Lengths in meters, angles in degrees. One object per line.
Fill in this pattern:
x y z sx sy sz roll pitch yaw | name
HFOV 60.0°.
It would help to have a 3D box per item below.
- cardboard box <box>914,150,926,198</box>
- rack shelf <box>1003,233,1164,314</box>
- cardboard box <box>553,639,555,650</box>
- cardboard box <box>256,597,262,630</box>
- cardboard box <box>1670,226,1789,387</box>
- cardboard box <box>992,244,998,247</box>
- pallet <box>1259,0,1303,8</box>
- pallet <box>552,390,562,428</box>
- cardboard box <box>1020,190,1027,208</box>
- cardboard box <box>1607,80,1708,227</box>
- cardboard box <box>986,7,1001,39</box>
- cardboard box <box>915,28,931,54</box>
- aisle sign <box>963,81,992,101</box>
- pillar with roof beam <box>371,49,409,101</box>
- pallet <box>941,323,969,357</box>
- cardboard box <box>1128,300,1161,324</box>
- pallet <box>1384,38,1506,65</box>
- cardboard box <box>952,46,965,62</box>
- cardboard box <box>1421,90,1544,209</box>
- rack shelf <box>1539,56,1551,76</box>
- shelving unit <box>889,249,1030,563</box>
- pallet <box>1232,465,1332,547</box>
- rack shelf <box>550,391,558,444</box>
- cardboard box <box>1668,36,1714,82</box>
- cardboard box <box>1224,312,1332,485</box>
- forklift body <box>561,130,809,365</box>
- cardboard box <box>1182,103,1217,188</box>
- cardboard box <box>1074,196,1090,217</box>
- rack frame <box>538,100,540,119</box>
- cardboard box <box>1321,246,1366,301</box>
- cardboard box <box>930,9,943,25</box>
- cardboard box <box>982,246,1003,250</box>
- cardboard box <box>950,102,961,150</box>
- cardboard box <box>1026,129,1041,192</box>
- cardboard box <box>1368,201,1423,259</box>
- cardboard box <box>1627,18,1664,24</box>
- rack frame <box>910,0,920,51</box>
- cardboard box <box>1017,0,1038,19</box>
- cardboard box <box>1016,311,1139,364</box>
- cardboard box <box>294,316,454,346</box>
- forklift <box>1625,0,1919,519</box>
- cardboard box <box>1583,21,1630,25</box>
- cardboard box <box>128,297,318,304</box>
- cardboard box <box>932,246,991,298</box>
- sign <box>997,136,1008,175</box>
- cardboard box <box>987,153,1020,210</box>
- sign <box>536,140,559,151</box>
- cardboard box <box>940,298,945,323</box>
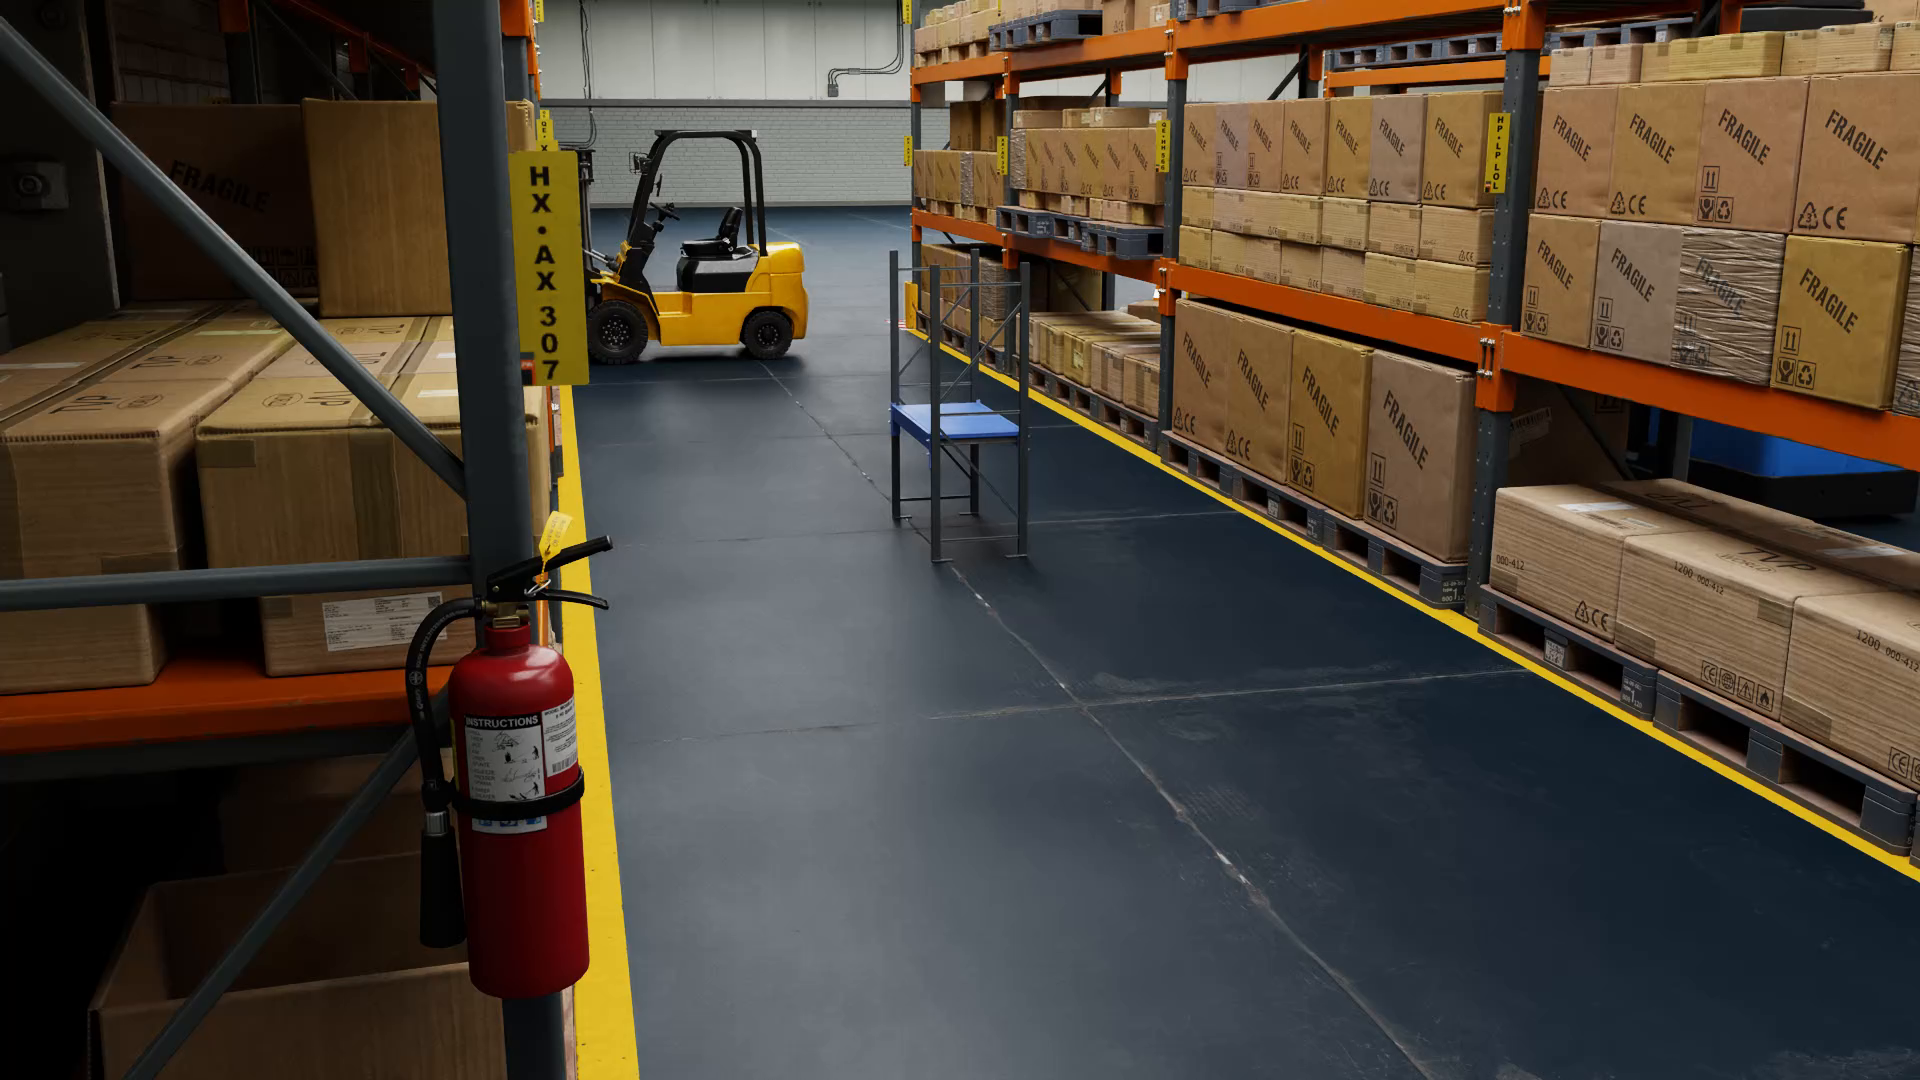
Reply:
-0.199 -3.964 17.996 0.500 0.500 0.500 -4 14 -14 | cardboard box
1.369 -2.162 12.973 1.077 0.370 4.000 -3 14 -13 | rack shelf
-1.546 0.469 5.565 0.396 0.266 0.258 -3 14 -11 | cardboard box
-1.022 0.047 2.942 0.380 0.149 0.250 -3 14 -12 | cardboard box
2.858 -0.822 5.760 0.500 0.500 0.500 -3 14 -13 | cardboard box
0.553 -3.192 17.636 0.380 0.149 0.250 -3 14 -12 | cardboard box
2.307 -3.012 9.015 1.003 0.211 1.213 -3 14 -11 | pallet
-3.424 -0.891 12.130 1.003 0.211 1.213 -3 14 -13 | pallet
0.722 -2.910 14.162 0.380 0.149 0.250 -3 14 -12 | cardboard box
2.767 -1.422 6.109 0.500 0.500 0.500 -3 14 -14 | cardboard box
0.533 -4.589 14.760 0.500 0.250 0.500 -3 14 -14 | cardboard box
-0.181 -5.294 17.644 0.500 0.250 0.500 -4 14 -14 | cardboard box
0.227 -5.189 18.370 0.394 0.787 0.004 -3 14 -13 | aisle sign
-1.392 -6.562 16.825 9.100 9.000 0.400 -3 14 -13 | pillar with roof beam
0.417 -2.054 16.888 1.003 0.211 1.213 -3 14 -13 | pallet
1.970 -2.083 16.395 0.500 0.500 0.500 7 15 26 | cardboard box
5.222 -5.157 17.580 1.003 0.211 1.213 -3 14 -13 | pallet
0.131 -4.780 16.381 0.380 0.149 0.250 -4 14 -15 | cardboard box
2.429 -1.751 7.456 0.500 0.500 0.500 -3 14 -11 | cardboard box
6.157 -3.919 13.842 1.077 0.370 4.000 -3 14 -13 | rack shelf
-0.020 -0.748 8.830 0.538 1.500 1.048 -3 14 -13 | shelving unit
2.233 -0.229 9.419 1.003 0.211 1.213 -3 14 -13 | pallet
-2.516 -0.962 8.060 1.077 0.370 4.000 -3 14 -13 | rack shelf
2.775 -1.714 5.939 0.380 0.149 0.250 -3 14 -14 | cardboard box
2.125 -0.852 9.687 0.875 0.875 0.875 -3 14 -13 | cardboard box
-2.646 -2.870 16.144 2.313 2.155 1.214 -3 14 -13 | forklift body
1.717 -2.457 10.347 0.500 0.500 0.500 -4 14 -15 | cardboard box
1.092 -2.548 12.680 0.380 0.149 0.250 -4 14 -15 | cardboard box
-4.864 -3.618 17.417 1.000 3.000 0.127 -3 14 -13 | rack frame
2.209 -1.379 8.568 0.500 0.250 0.500 -4 14 -15 | cardboard box
-0.095 -5.345 17.012 0.380 0.149 0.250 -3 14 -13 | cardboard box
0.527 -2.838 17.552 0.500 0.500 0.500 -3 14 -11 | cardboard box
0.292 -4.469 17.955 0.700 0.500 0.500 -4 14 -15 | cardboard box
0.849 -3.131 13.698 0.500 0.500 0.500 -3 14 -13 | cardboard box
2.314 -1.501 8.012 0.500 0.250 0.500 -3 14 -12 | cardboard box
6.191 -4.637 14.485 0.500 0.250 0.500 -3 14 -14 | cardboard box
-0.040 -6.810 17.841 1.000 3.000 0.127 -3 14 -13 | rack frame
0.767 -4.287 13.266 0.500 0.250 0.500 -3 14 -14 | cardboard box
1.025 -1.780 14.544 0.950 0.372 0.625 -3 14 -12 | cardboard box
-1.192 -0.352 3.736 0.500 0.250 0.500 -4 14 -14 | cardboard box
4.532 -1.833 10.255 1.130 2.935 3.031 -3 14 -12 | forklift
5.689 -4.607 14.577 0.250 0.149 0.380 -3 14 -13 | cardboard box
-1.948 -0.558 4.580 0.500 0.250 0.500 -3 14 -12 | cardboard box
0.014 -2.801 17.401 0.500 0.500 0.500 -4 14 -15 | cardboard box
0.374 -3.362 14.543 0.100 0.325 0.005 -3 14 -13 | sign
0.553 -3.255 15.092 0.500 0.500 0.500 -4 14 -15 | cardboard box
-1.520 -1.303 6.115 0.100 0.325 0.005 -3 14 -13 | sign
-0.007 -2.445 17.521 0.500 0.250 0.500 -3 14 -11 | cardboard box
